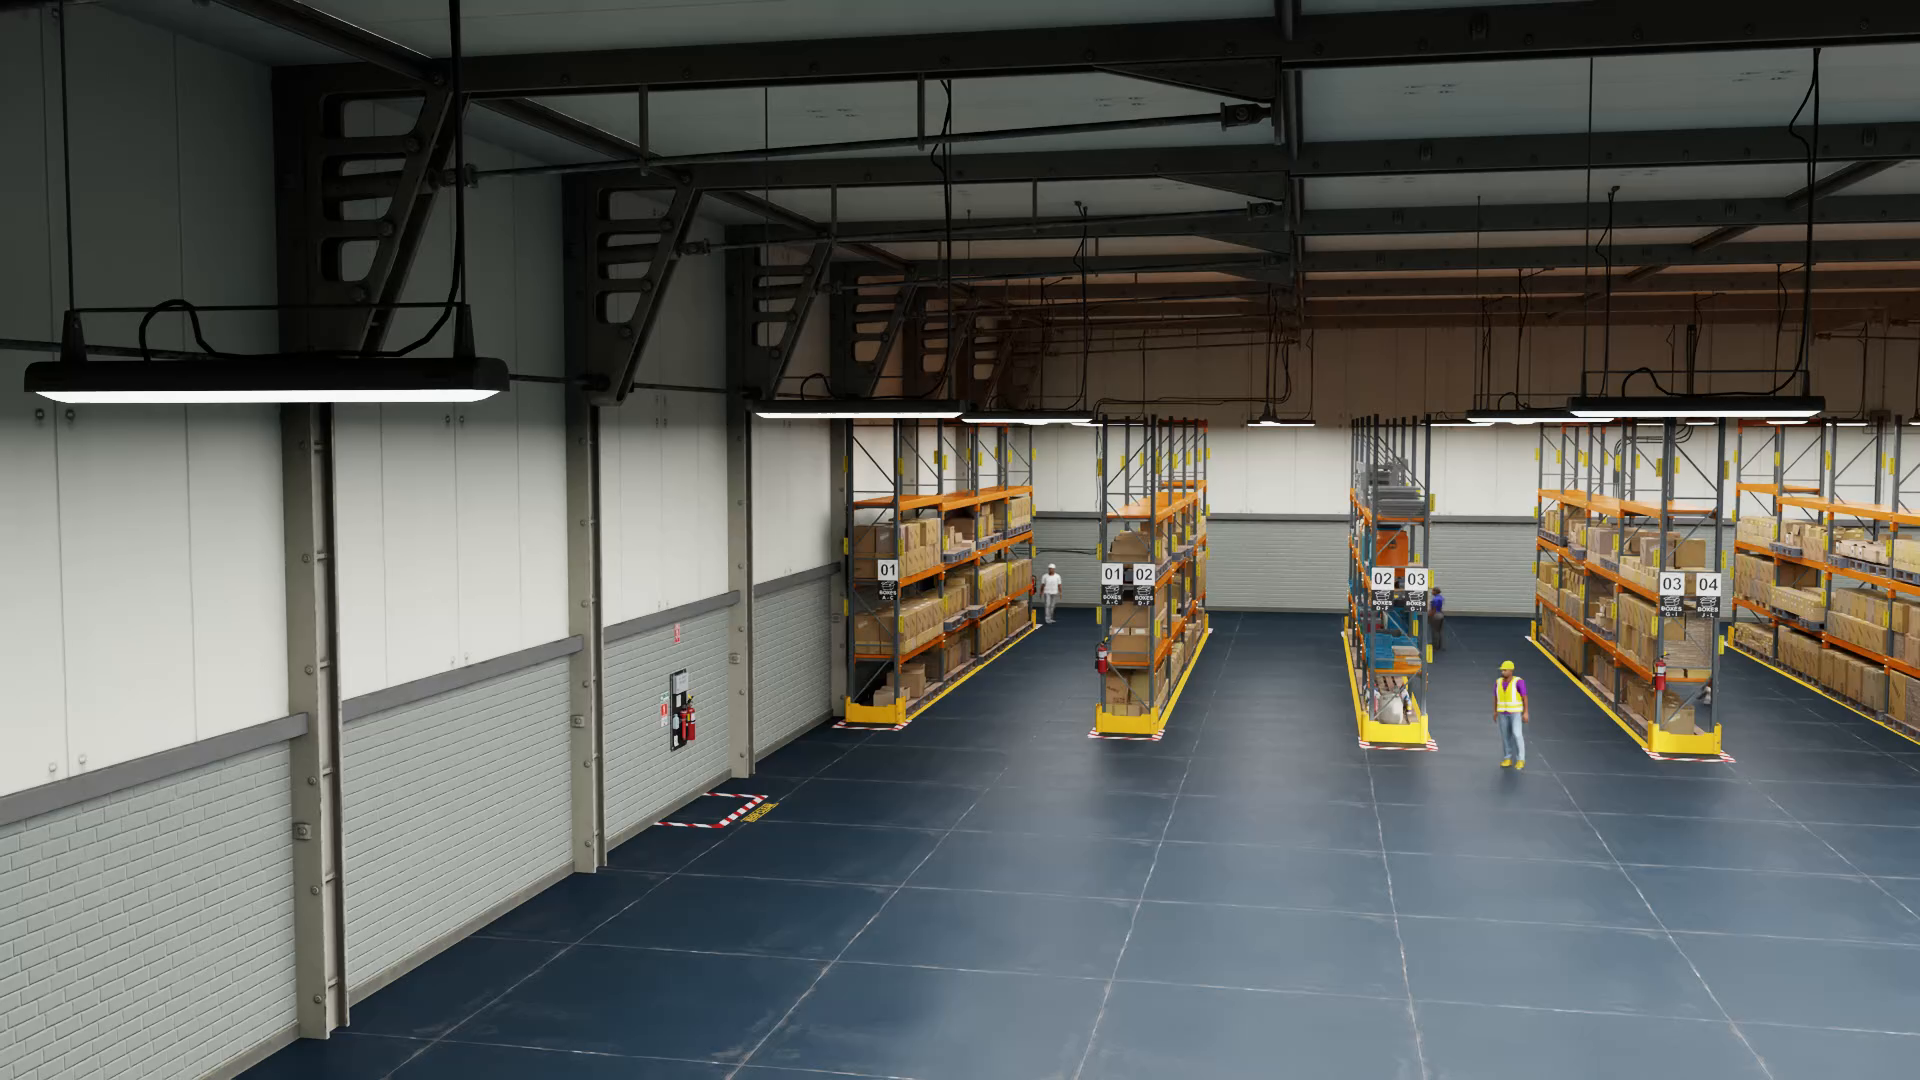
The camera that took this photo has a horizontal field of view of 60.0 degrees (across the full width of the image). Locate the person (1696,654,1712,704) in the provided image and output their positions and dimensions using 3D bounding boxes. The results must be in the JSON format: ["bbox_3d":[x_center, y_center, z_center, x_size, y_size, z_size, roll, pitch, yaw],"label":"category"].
[{"bbox_3d":[15.585,2.508,34.763,0.463,1.789,0.632,-1,4,-15],"label":"person"}]

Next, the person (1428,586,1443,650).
[{"bbox_3d":[12.271,2.028,42.942,0.360,1.670,0.452,3,5,34],"label":"person"}]

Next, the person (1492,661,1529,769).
[{"bbox_3d":[9.334,2.961,28.291,0.622,1.798,0.397,4,5,43],"label":"person"}]

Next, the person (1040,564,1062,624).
[{"bbox_3d":[2.720,1.589,49.029,0.613,1.759,0.662,-1,4,-19],"label":"person"}]
